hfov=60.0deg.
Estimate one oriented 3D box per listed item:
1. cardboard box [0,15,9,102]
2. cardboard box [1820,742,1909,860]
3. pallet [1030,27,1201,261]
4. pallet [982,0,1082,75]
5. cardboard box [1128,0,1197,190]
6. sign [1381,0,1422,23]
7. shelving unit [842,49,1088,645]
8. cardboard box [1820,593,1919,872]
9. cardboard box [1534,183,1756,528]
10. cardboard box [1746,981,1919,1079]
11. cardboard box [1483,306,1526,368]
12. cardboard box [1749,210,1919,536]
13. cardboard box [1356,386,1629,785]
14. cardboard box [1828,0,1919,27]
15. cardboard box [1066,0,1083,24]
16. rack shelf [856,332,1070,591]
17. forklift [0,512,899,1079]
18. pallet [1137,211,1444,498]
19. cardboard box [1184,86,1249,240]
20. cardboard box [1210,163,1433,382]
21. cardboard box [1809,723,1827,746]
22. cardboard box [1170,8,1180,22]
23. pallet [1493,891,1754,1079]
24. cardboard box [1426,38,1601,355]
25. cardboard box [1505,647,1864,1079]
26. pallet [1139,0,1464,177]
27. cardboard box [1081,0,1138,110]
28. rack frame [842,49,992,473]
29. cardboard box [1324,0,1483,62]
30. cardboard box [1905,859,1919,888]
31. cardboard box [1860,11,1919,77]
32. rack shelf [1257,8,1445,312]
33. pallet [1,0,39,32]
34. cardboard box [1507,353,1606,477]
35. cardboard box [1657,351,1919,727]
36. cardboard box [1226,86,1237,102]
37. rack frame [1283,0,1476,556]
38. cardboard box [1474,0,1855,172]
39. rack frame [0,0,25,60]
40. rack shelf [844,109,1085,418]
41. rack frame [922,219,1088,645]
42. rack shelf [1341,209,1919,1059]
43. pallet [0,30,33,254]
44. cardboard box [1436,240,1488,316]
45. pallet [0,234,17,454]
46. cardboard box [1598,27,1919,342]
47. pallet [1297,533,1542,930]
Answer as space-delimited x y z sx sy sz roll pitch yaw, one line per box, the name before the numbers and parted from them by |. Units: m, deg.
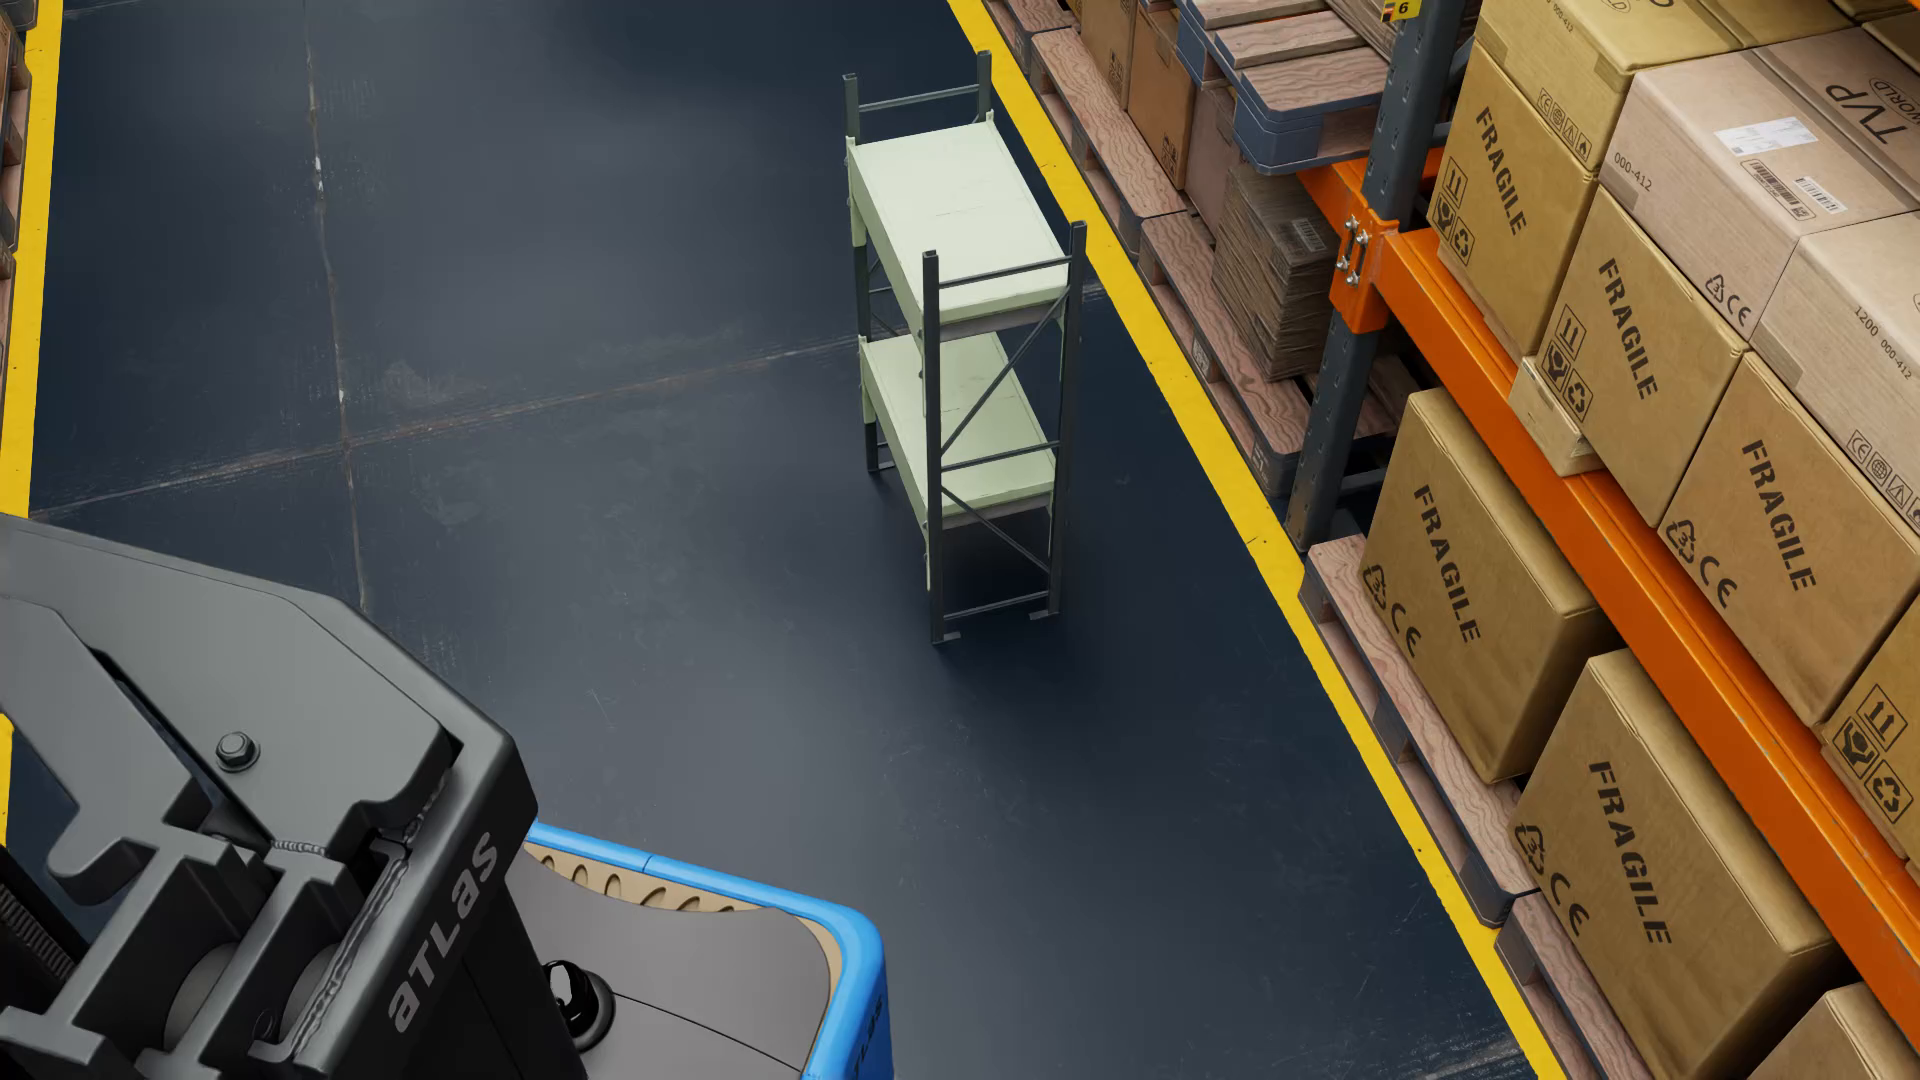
cardboard box | -3.992 -1.888 6.403 0.500 0.250 0.500 -14 51 -11
cardboard box | 1.863 0.408 3.095 0.380 0.149 0.250 -13 51 -11
pallet | 0.936 -1.639 6.494 1.003 0.211 1.213 -13 51 -11
pallet | 0.571 -2.531 7.246 1.003 0.211 1.213 -13 51 -11
cardboard box | 1.045 -1.686 6.057 0.700 0.500 0.500 -14 51 -11
sign | 1.007 -1.295 3.674 0.100 0.325 0.005 -13 51 -11
shelving unit | -0.002 -0.488 4.681 0.431 1.500 0.755 -13 51 -11
cardboard box | 1.875 0.327 2.740 0.500 0.500 0.500 -12 51 -10
cardboard box | 1.568 -0.414 3.364 0.500 0.500 0.500 -12 51 -10
cardboard box | 2.123 1.308 3.317 0.750 0.750 0.750 -12 51 -10
cardboard box | 1.465 -0.524 3.881 0.380 0.149 0.250 -13 51 -10
cardboard box | 1.722 -0.307 2.783 0.500 0.250 0.500 -13 51 -11
cardboard box | 1.615 0.047 4.380 0.750 0.750 0.750 -14 51 -11
cardboard box | 1.904 -1.181 3.520 0.500 0.250 0.500 -12 51 -10
cardboard box | 0.774 -2.435 6.688 0.700 0.500 0.500 -14 51 -12
rack shelf | -0.002 -0.278 4.930 0.431 0.370 0.720 -13 51 -11
forklift | -1.041 1.459 2.103 1.130 2.935 3.031 13 51 11
pallet | 1.293 -0.749 5.744 1.003 0.211 1.213 -13 51 -11
cardboard box | 1.219 -1.330 5.756 0.700 0.500 0.500 -13 51 -11
cardboard box | 1.260 -0.927 5.417 0.700 0.500 0.500 -13 51 -10
cardboard box | 1.806 0.224 3.251 0.380 0.149 0.250 -13 51 -10
cardboard box | 0.994 -1.974 5.809 0.500 0.250 0.500 -14 51 -11
pallet | 2.041 1.304 4.013 1.003 0.211 1.213 -13 51 -11
cardboard box | 1.422 -0.799 3.689 0.500 0.500 0.500 -12 51 -10
cardboard box | 1.868 0.688 3.839 0.750 0.750 0.750 -14 51 -11
pallet | 1.210 -1.512 4.688 1.213 0.211 1.003 -13 51 -11
cardboard box | 0.886 -2.053 6.366 0.700 0.500 0.500 -13 51 -11
rack frame | -0.110 -0.756 4.906 0.400 1.500 0.023 -13 51 -11
cardboard box | 1.374 -1.592 4.277 0.700 0.500 0.500 -19 52 -15
cardboard box | 1.934 0.602 2.932 0.380 0.149 0.250 -12 51 -10
cardboard box | 2.054 -0.802 3.200 0.500 0.250 0.500 -15 51 -12
rack shelf | 0.931 -2.306 5.703 1.077 0.370 4.000 -13 51 -11
pallet | -4.587 -2.567 7.276 1.003 0.211 1.213 -13 51 -11
cardboard box | 1.463 -0.311 3.701 0.380 0.149 0.250 -12 51 -10
cardboard box | 1.713 -0.052 3.059 0.500 0.500 0.500 -14 51 -11
cardboard box | 1.151 -1.599 5.493 0.500 0.250 0.500 -12 51 -10
rack frame | 1.523 -1.077 4.196 1.000 3.000 0.127 -13 51 -11
cardboard box | 1.419 -1.042 3.403 0.500 0.250 0.500 -12 51 -10
rack frame | -4.391 -2.876 5.712 1.000 3.000 0.127 -13 51 -11
rack shelf | -0.002 -0.740 4.382 0.431 0.370 0.720 -13 51 -11
rack frame | 0.106 -0.221 4.455 0.400 1.500 0.023 -13 51 -11
rack shelf | 2.114 0.616 3.240 1.077 0.370 4.000 -13 51 -11
pallet | -4.136 -1.448 6.332 1.003 0.211 1.213 -13 51 -11
cardboard box | 1.399 -0.710 4.038 0.380 0.149 0.250 -14 51 -12
pallet | -3.772 -0.555 5.580 1.003 0.211 1.213 -13 51 -11
cardboard box | 1.570 -0.671 3.090 0.500 0.250 0.500 -14 51 -11
pallet | 1.684 0.415 4.762 1.003 0.211 1.213 -13 51 -11
